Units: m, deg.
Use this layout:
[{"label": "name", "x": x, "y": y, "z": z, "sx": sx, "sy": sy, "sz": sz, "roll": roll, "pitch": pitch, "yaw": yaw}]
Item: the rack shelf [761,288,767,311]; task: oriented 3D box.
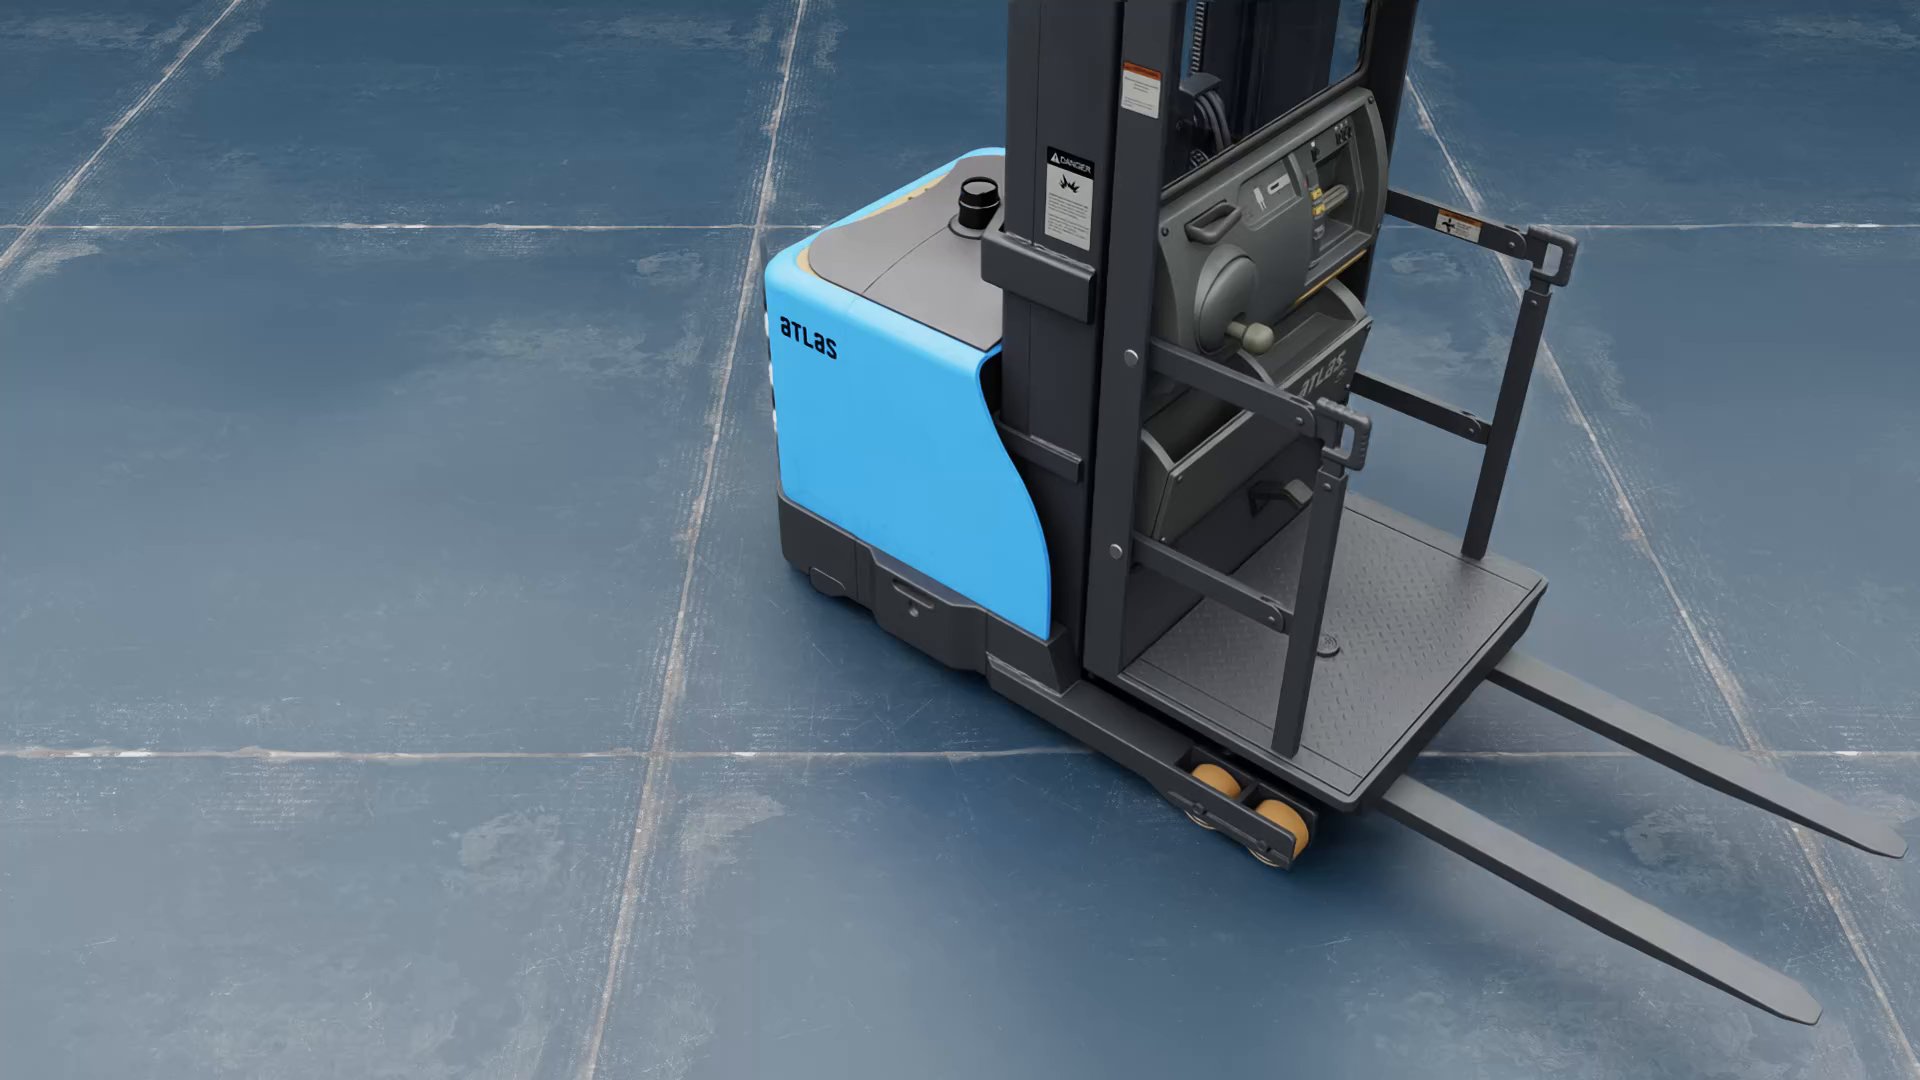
[{"label": "rack shelf", "x": -0.446, "y": -0.708, "z": 5.036, "sx": 0.258, "sy": 0.077, "sz": 0.200, "roll": -16, "pitch": 41, "yaw": -19}]

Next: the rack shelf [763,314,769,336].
[{"label": "rack shelf", "x": -0.446, "y": -0.638, "z": 5.092, "sx": 0.258, "sy": 0.077, "sz": 0.200, "roll": -16, "pitch": 41, "yaw": -19}]

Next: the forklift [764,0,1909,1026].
[{"label": "forklift", "x": 0.904, "y": -0.694, "z": 3.772, "sx": 3.031, "sy": 2.935, "sz": 1.130, "roll": 28, "pitch": 46, "yaw": 30}]

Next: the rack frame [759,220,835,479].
[{"label": "rack frame", "x": -0.488, "y": -0.582, "z": 5.256, "sx": 0.240, "sy": 0.900, "sz": 0.006, "roll": -16, "pitch": 41, "yaw": -19}]

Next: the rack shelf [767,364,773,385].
[{"label": "rack shelf", "x": -0.446, "y": -0.498, "z": 5.205, "sx": 0.258, "sy": 0.077, "sz": 0.200, "roll": -16, "pitch": 41, "yaw": -19}]

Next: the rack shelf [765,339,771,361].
[{"label": "rack shelf", "x": -0.446, "y": -0.568, "z": 5.148, "sx": 0.258, "sy": 0.077, "sz": 0.200, "roll": -16, "pitch": 41, "yaw": -19}]

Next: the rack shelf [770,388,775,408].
[{"label": "rack shelf", "x": -0.446, "y": -0.427, "z": 5.261, "sx": 0.258, "sy": 0.077, "sz": 0.200, "roll": -16, "pitch": 41, "yaw": -19}]

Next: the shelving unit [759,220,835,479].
[{"label": "shelving unit", "x": -0.446, "y": -0.524, "z": 5.184, "sx": 0.258, "sy": 0.900, "sz": 0.210, "roll": -16, "pitch": 41, "yaw": -19}]

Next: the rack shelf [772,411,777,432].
[{"label": "rack shelf", "x": -0.446, "y": -0.357, "z": 5.317, "sx": 0.258, "sy": 0.077, "sz": 0.200, "roll": -16, "pitch": 41, "yaw": -19}]
